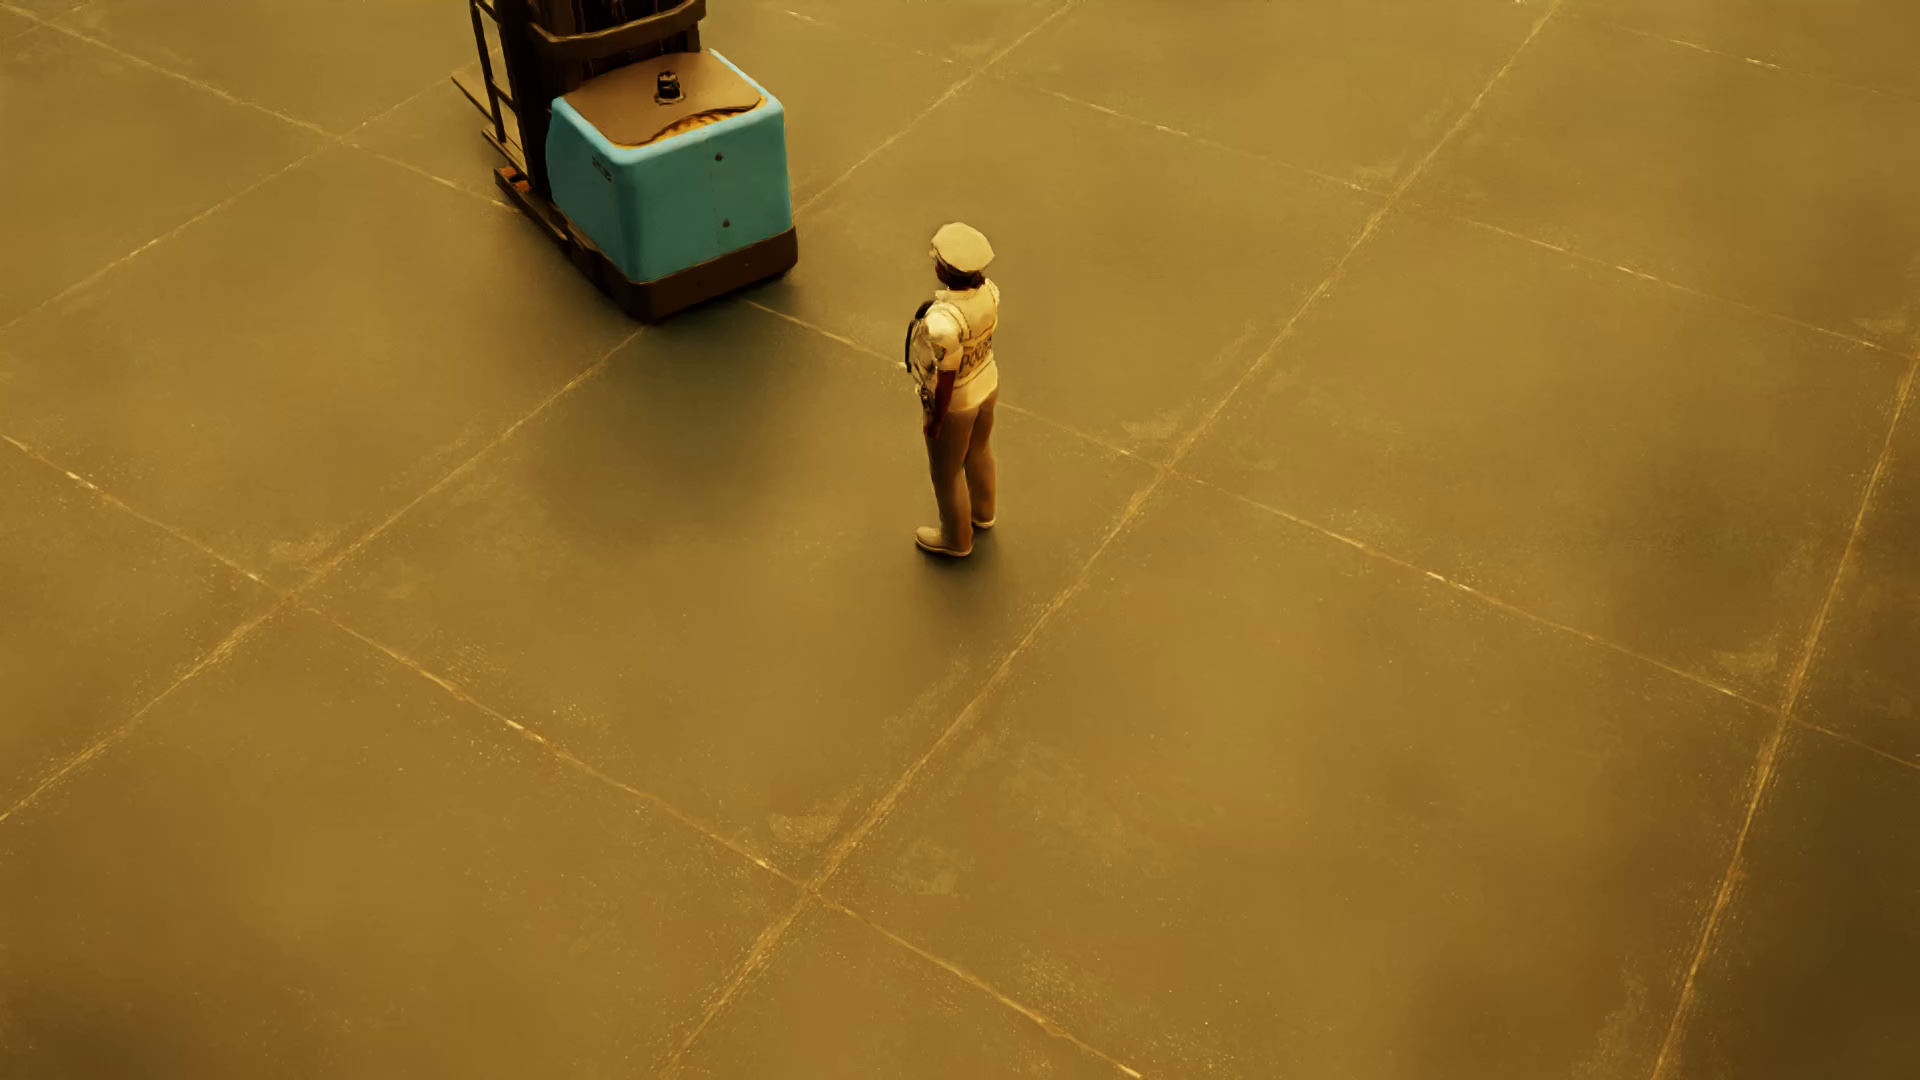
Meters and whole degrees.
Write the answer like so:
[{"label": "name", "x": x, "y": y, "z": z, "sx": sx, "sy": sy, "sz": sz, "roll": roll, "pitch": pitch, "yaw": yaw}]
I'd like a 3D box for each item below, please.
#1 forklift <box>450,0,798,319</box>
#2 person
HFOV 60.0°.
[{"label": "forklift", "x": -2.194, "y": -3.254, "z": 9.280, "sx": 1.130, "sy": 2.935, "sz": 3.031, "roll": -26, "pitch": 49, "yaw": -25}, {"label": "person", "x": -0.013, "y": -0.652, "z": 7.383, "sx": 0.338, "sy": 1.692, "sz": 0.446, "roll": 24, "pitch": 48, "yaw": 23}]
